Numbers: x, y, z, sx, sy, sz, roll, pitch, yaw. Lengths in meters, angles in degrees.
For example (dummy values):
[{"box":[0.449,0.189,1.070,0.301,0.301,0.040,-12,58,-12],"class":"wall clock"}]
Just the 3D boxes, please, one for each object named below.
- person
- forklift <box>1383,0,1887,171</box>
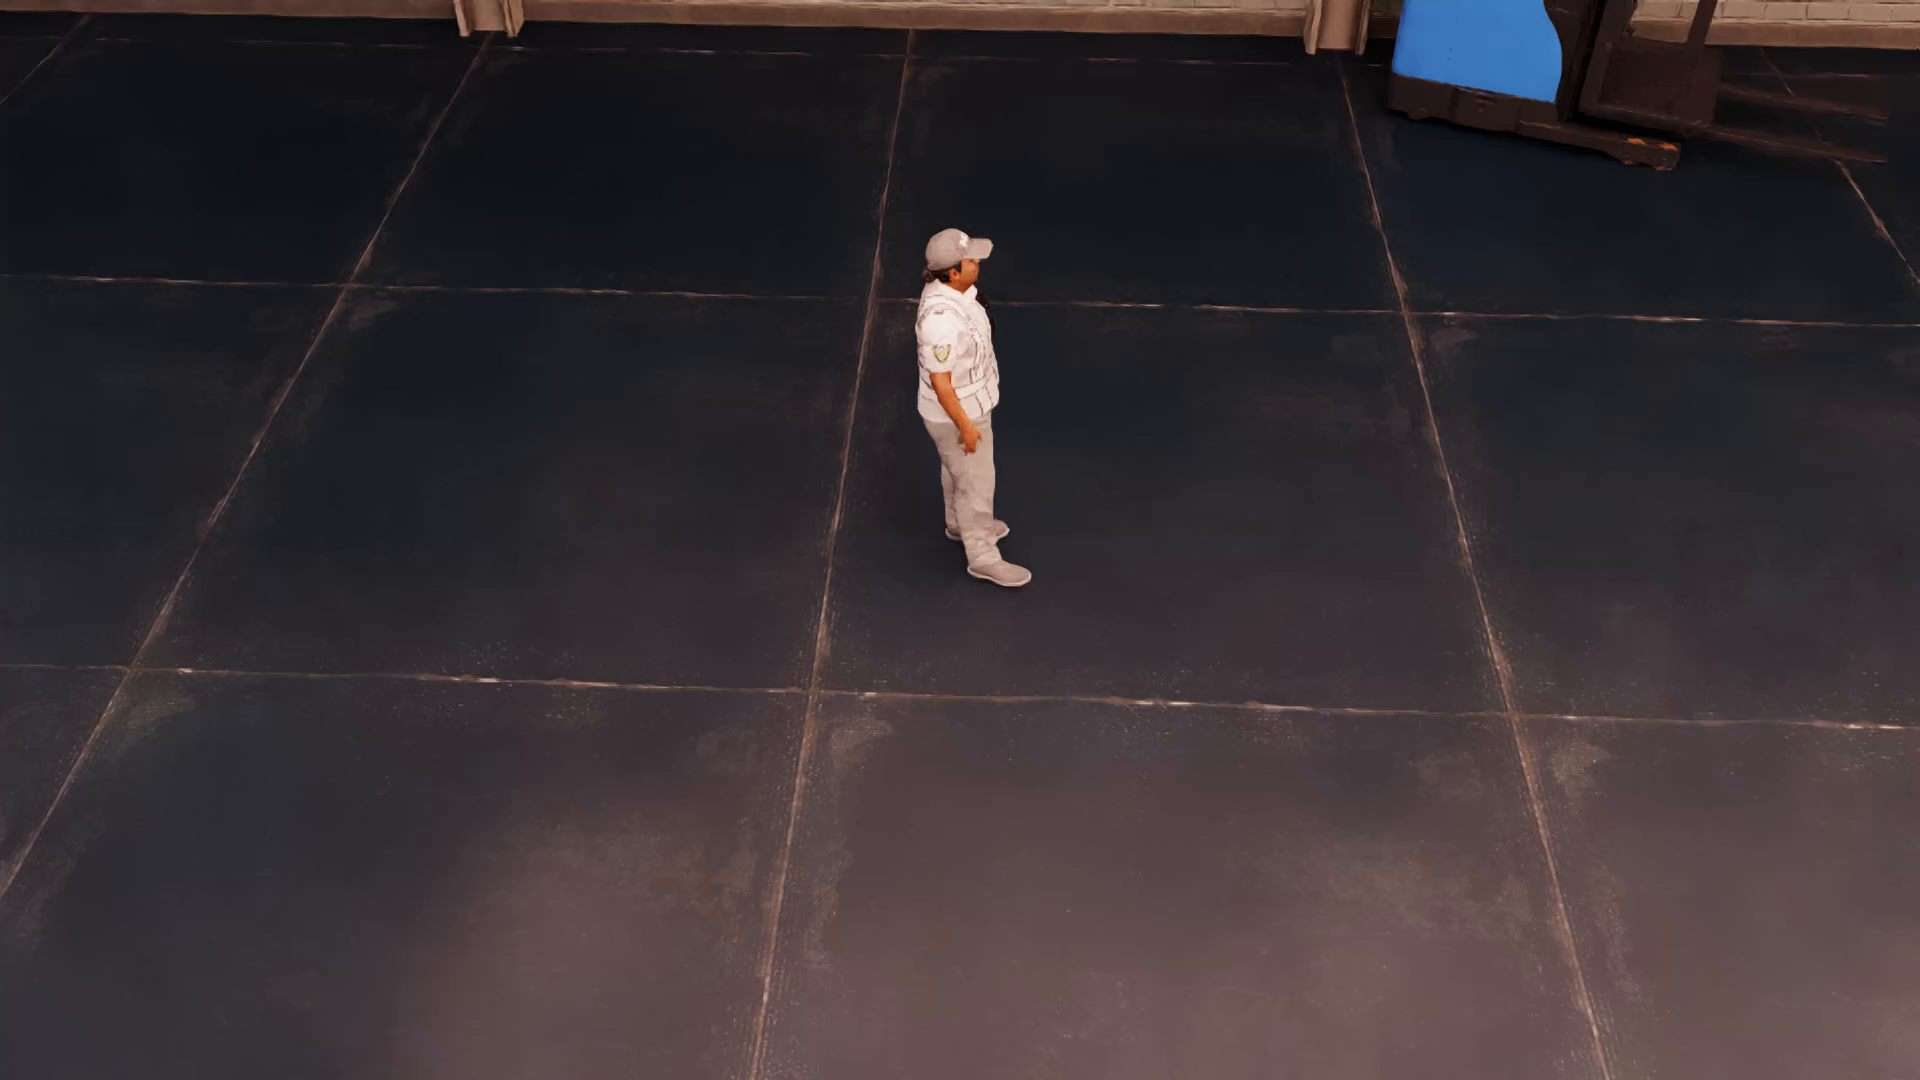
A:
[{"box":[0.075,-0.603,7.330,0.529,1.669,0.598,2,42,2],"class":"person"},{"box":[4.356,-3.810,9.916,3.031,2.935,1.130,16,45,16],"class":"forklift"}]
